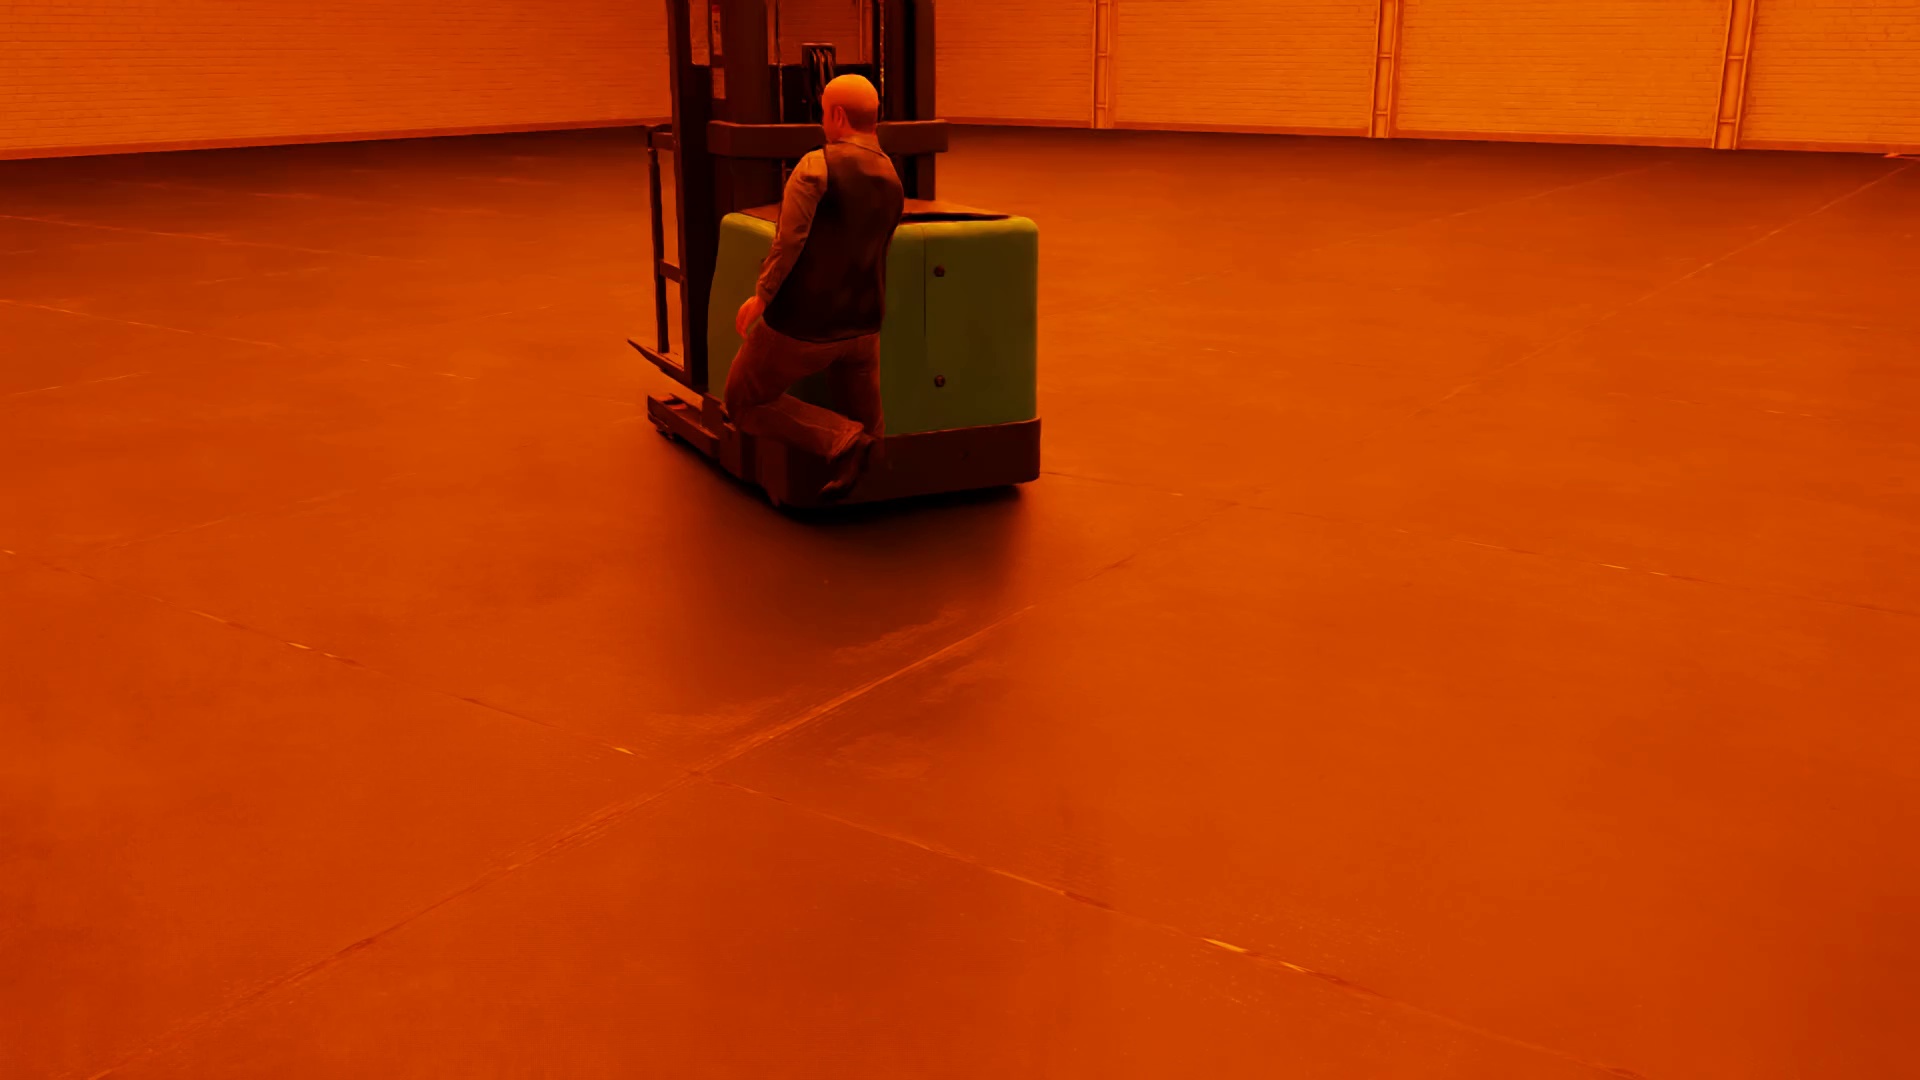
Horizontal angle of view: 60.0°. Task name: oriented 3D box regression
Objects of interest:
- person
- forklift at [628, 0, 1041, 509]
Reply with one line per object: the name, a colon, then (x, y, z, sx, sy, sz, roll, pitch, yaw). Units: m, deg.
person: (-0.502, -0.815, 5.856, 0.736, 1.596, 0.753, 16, 23, 42)
forklift: (-0.778, -1.897, 7.177, 1.130, 2.935, 3.031, -8, 18, -24)
